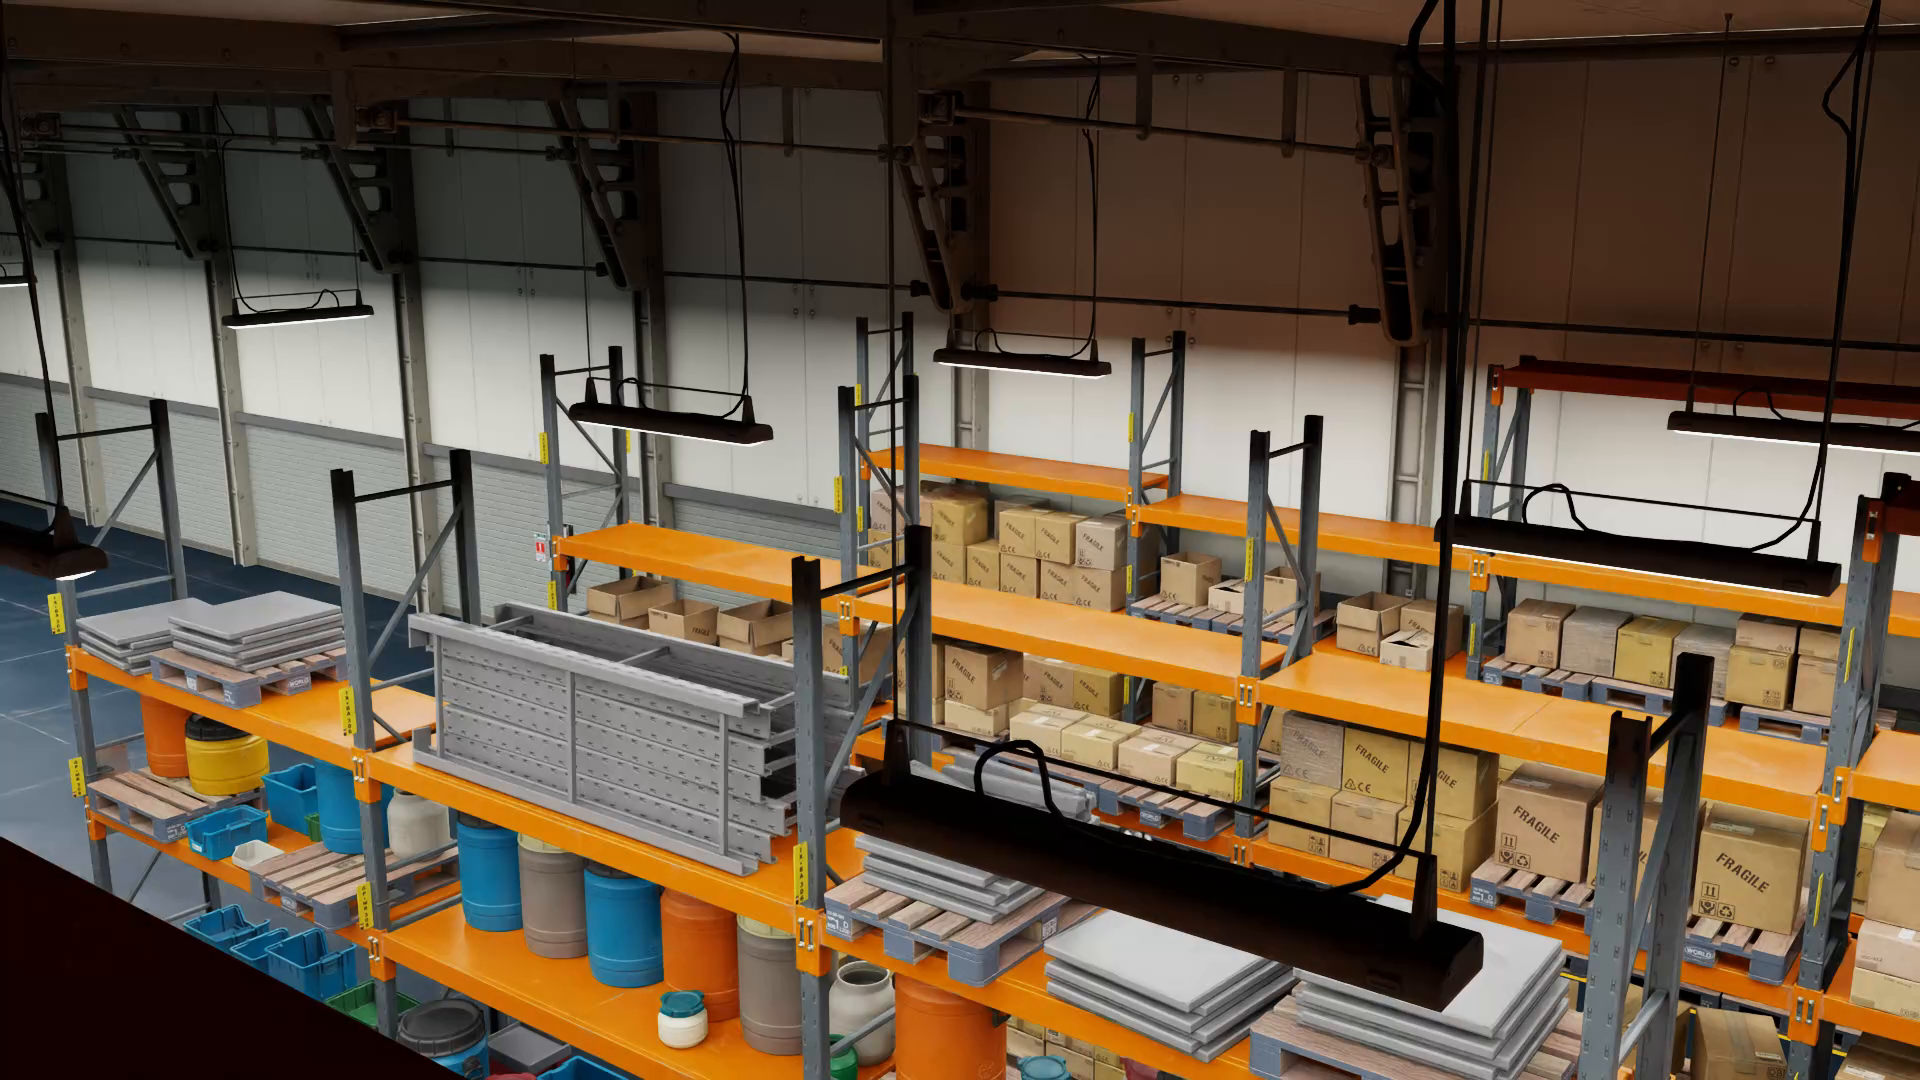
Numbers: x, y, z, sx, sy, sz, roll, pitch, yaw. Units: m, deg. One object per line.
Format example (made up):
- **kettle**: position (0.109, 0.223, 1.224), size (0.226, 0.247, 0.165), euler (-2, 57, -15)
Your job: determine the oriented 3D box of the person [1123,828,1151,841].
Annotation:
- **person**: position (1.654, 3.445, 16.518), size (0.503, 1.771, 0.584), euler (8, 15, 30)
